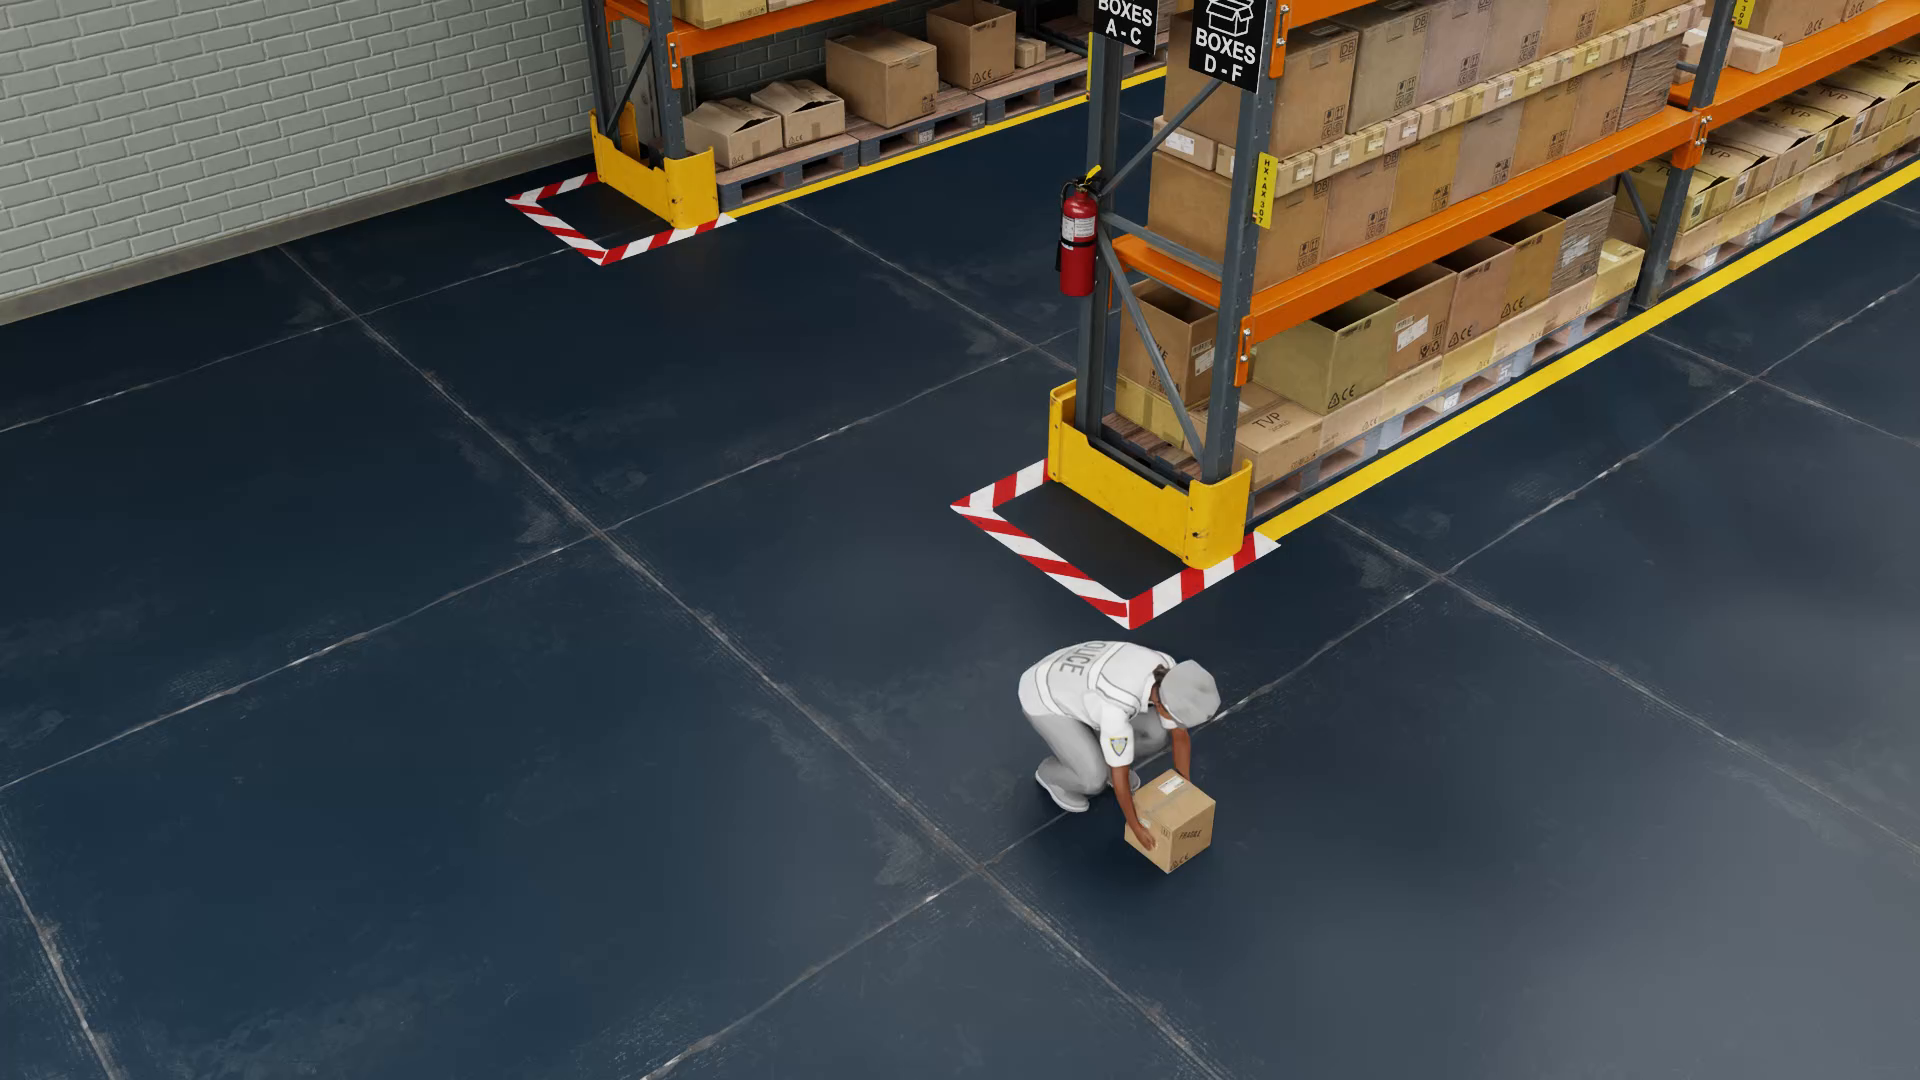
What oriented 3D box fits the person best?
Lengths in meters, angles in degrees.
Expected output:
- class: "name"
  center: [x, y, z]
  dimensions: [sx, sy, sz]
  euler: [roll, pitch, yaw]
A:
- class: "person"
  center: [0.630, 0.740, 6.748]
  dimensions: [0.482, 0.865, 0.866]
  euler: [-26, 44, -31]
